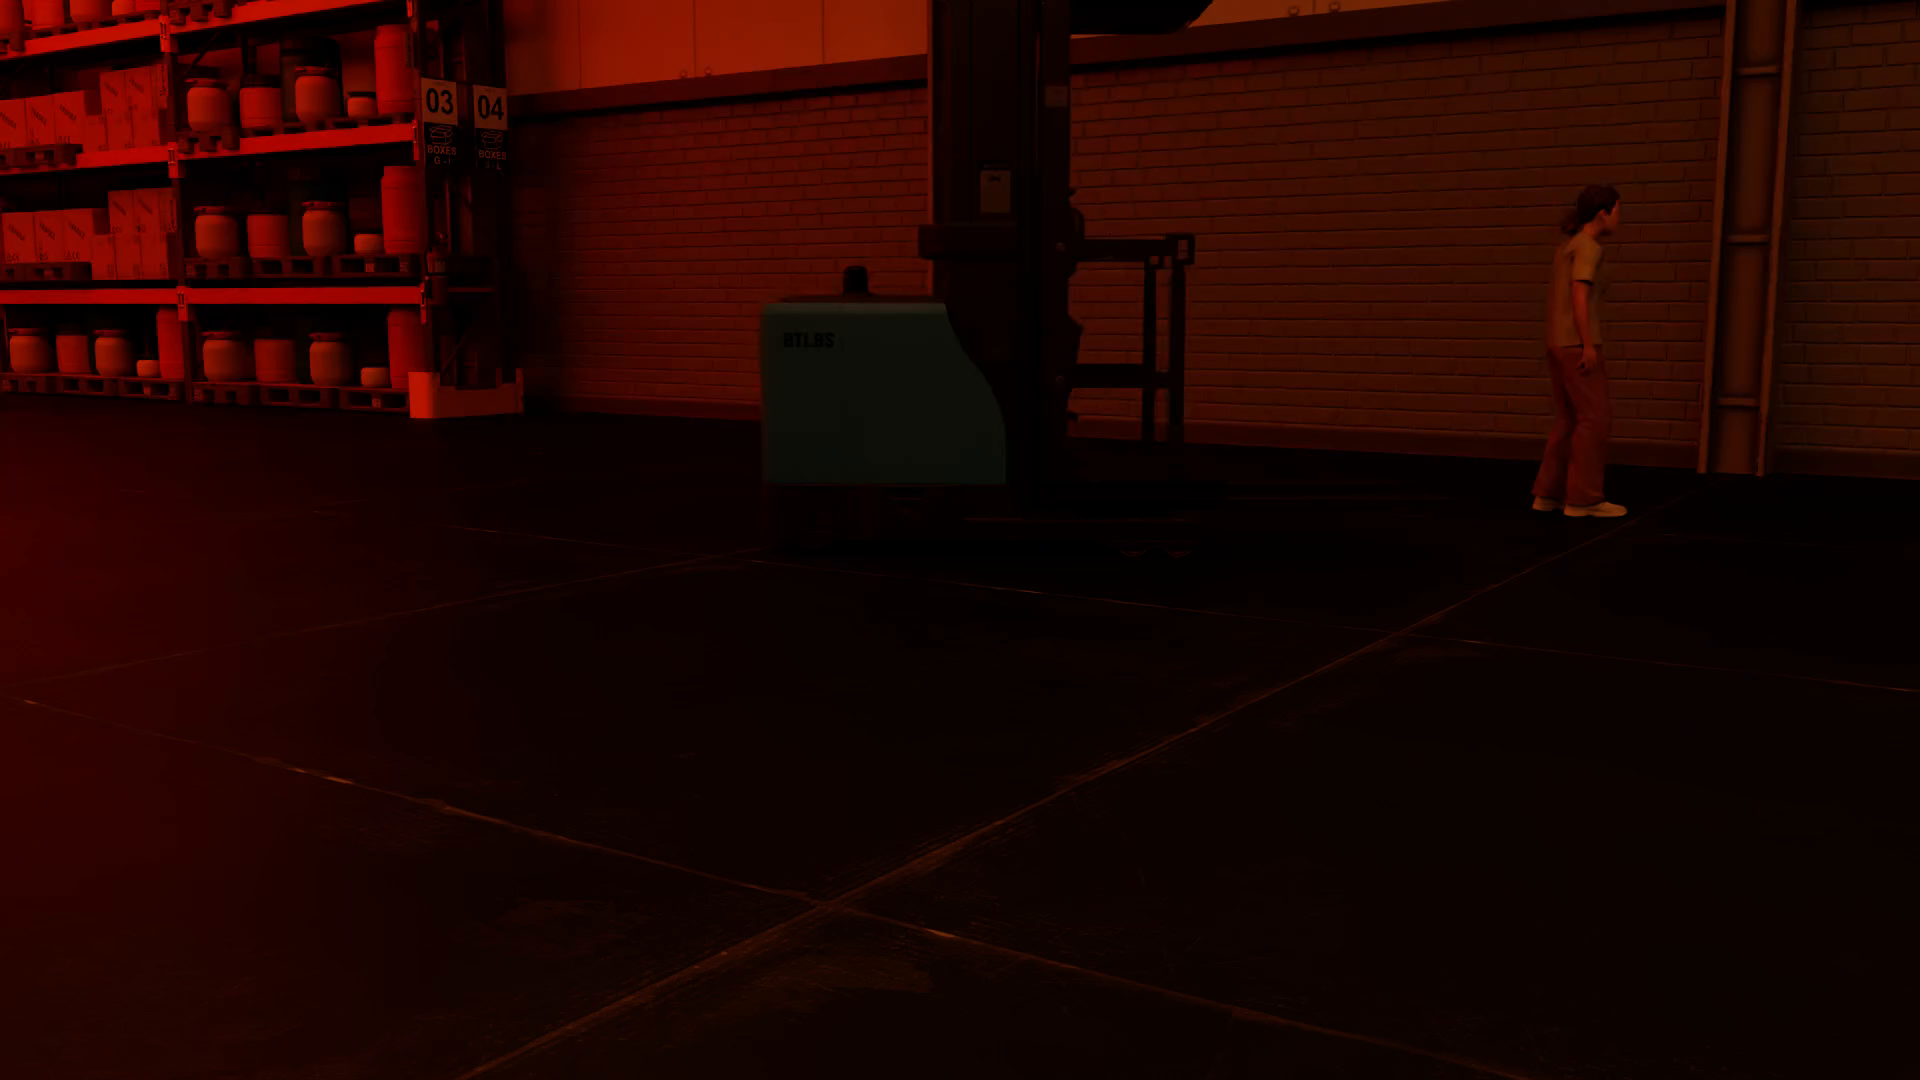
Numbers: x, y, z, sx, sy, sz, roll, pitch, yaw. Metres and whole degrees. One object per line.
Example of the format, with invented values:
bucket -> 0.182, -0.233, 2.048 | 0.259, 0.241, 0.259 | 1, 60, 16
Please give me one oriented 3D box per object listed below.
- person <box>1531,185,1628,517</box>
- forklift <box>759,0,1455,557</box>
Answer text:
person -> 3.182, -0.964, 8.474 | 0.429, 1.664, 0.563 | 1, 8, 8
forklift -> 0.647, -1.453, 7.413 | 3.031, 2.935, 1.130 | 0, 8, 0
